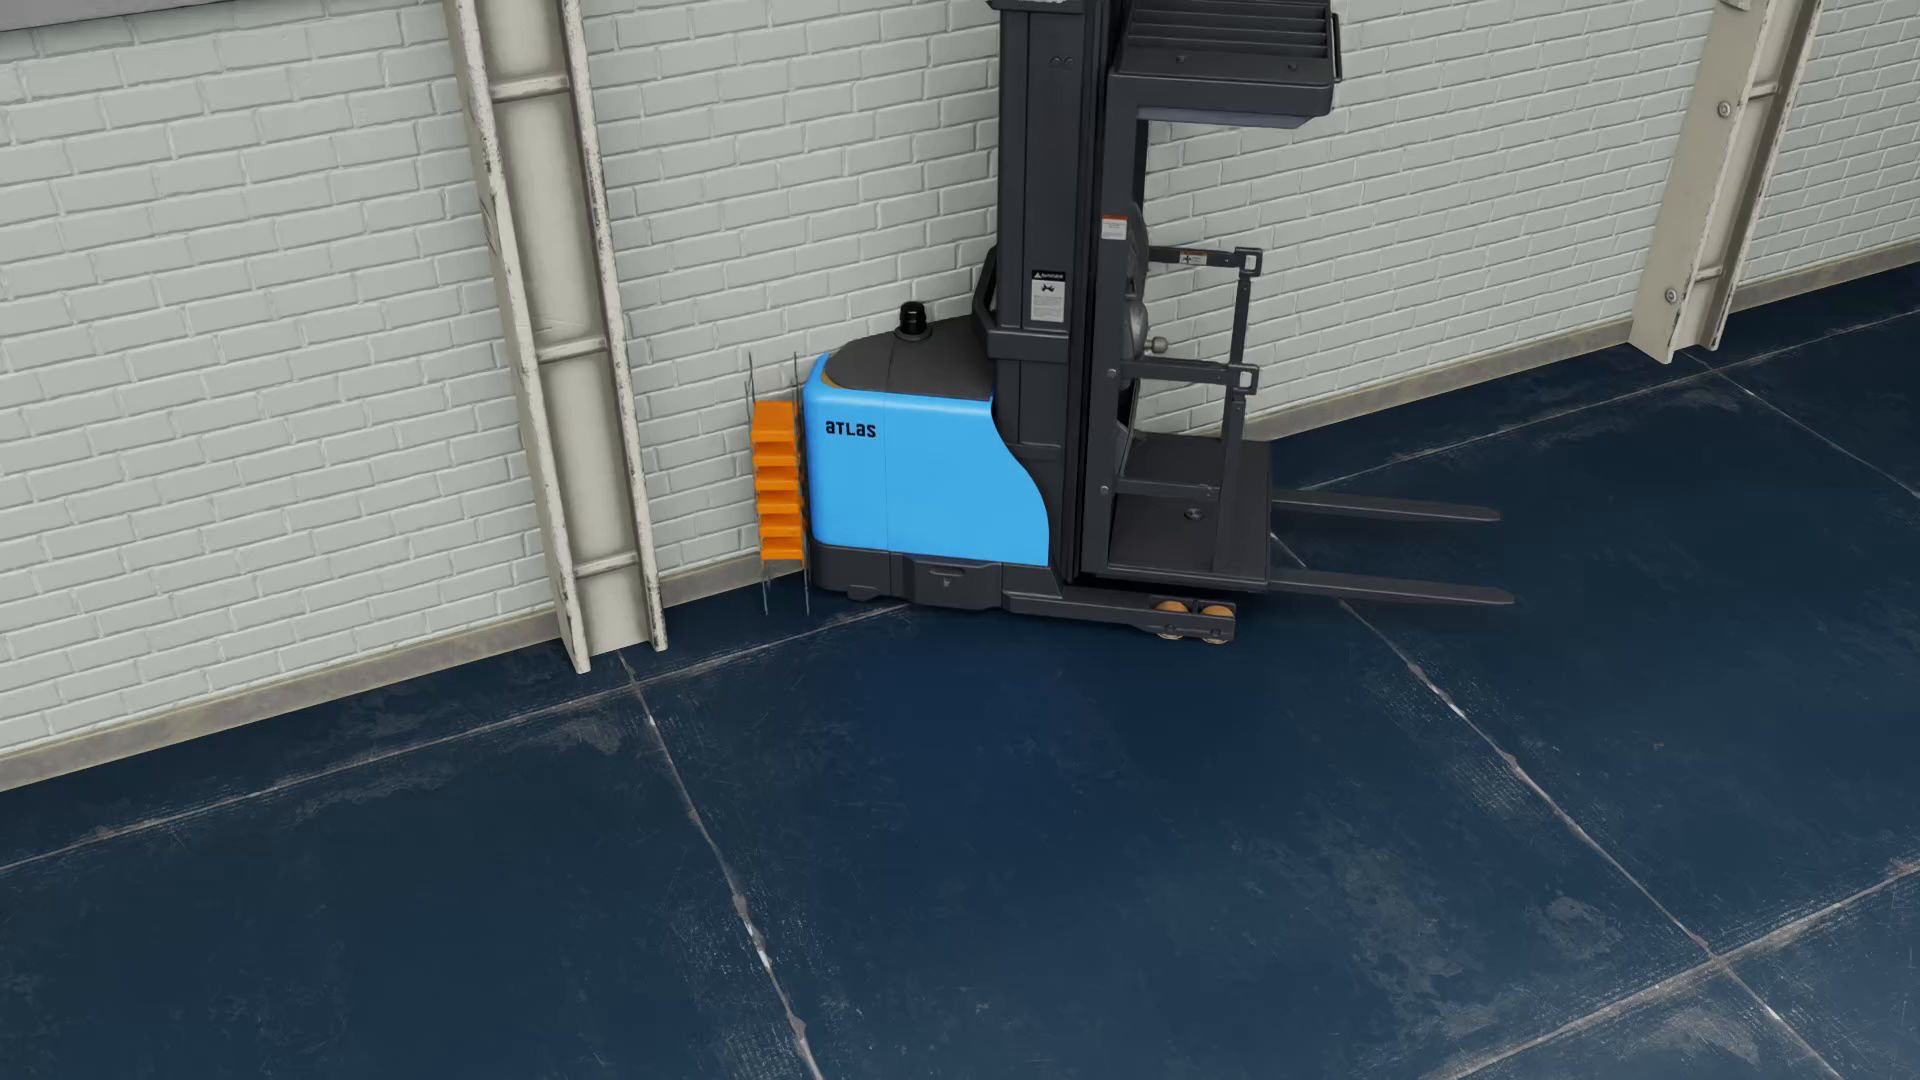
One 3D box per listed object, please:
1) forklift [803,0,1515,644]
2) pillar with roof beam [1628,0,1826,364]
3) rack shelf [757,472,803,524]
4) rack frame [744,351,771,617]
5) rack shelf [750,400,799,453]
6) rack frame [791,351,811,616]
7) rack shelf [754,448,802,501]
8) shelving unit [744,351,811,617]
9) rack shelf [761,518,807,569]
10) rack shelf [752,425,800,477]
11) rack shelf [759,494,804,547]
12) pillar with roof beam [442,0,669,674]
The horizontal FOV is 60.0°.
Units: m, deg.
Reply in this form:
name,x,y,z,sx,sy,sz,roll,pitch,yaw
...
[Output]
name,x,y,z,sx,sy,sz,roll,pitch,yaw
forklift,0.902,-1.073,6.736,3.031,2.935,1.130,5,37,7
pillar with roof beam,5.768,-2.380,3.405,0.400,9.000,9.100,-16,39,-20
rack shelf,-0.761,-0.182,7.062,0.180,0.103,0.258,-1,37,-1
rack frame,-0.853,-0.217,7.034,0.006,1.200,0.240,-1,37,-1
rack shelf,-0.761,-0.471,6.847,0.180,0.103,0.258,-1,37,-1
rack frame,-0.670,-0.219,7.037,0.006,1.200,0.240,-1,37,-1
rack shelf,-0.761,-0.278,6.991,0.180,0.103,0.258,-1,37,-1
shelving unit,-0.761,-0.218,7.036,0.189,1.200,0.258,-1,37,-1
rack shelf,-0.761,0.010,7.206,0.180,0.103,0.258,-1,37,-1
rack shelf,-0.761,-0.375,6.919,0.180,0.103,0.258,-1,37,-1
rack shelf,-0.761,-0.086,7.134,0.180,0.103,0.258,-1,37,-1
pillar with roof beam,0.337,-0.862,1.358,0.400,9.000,9.100,-16,39,-20
